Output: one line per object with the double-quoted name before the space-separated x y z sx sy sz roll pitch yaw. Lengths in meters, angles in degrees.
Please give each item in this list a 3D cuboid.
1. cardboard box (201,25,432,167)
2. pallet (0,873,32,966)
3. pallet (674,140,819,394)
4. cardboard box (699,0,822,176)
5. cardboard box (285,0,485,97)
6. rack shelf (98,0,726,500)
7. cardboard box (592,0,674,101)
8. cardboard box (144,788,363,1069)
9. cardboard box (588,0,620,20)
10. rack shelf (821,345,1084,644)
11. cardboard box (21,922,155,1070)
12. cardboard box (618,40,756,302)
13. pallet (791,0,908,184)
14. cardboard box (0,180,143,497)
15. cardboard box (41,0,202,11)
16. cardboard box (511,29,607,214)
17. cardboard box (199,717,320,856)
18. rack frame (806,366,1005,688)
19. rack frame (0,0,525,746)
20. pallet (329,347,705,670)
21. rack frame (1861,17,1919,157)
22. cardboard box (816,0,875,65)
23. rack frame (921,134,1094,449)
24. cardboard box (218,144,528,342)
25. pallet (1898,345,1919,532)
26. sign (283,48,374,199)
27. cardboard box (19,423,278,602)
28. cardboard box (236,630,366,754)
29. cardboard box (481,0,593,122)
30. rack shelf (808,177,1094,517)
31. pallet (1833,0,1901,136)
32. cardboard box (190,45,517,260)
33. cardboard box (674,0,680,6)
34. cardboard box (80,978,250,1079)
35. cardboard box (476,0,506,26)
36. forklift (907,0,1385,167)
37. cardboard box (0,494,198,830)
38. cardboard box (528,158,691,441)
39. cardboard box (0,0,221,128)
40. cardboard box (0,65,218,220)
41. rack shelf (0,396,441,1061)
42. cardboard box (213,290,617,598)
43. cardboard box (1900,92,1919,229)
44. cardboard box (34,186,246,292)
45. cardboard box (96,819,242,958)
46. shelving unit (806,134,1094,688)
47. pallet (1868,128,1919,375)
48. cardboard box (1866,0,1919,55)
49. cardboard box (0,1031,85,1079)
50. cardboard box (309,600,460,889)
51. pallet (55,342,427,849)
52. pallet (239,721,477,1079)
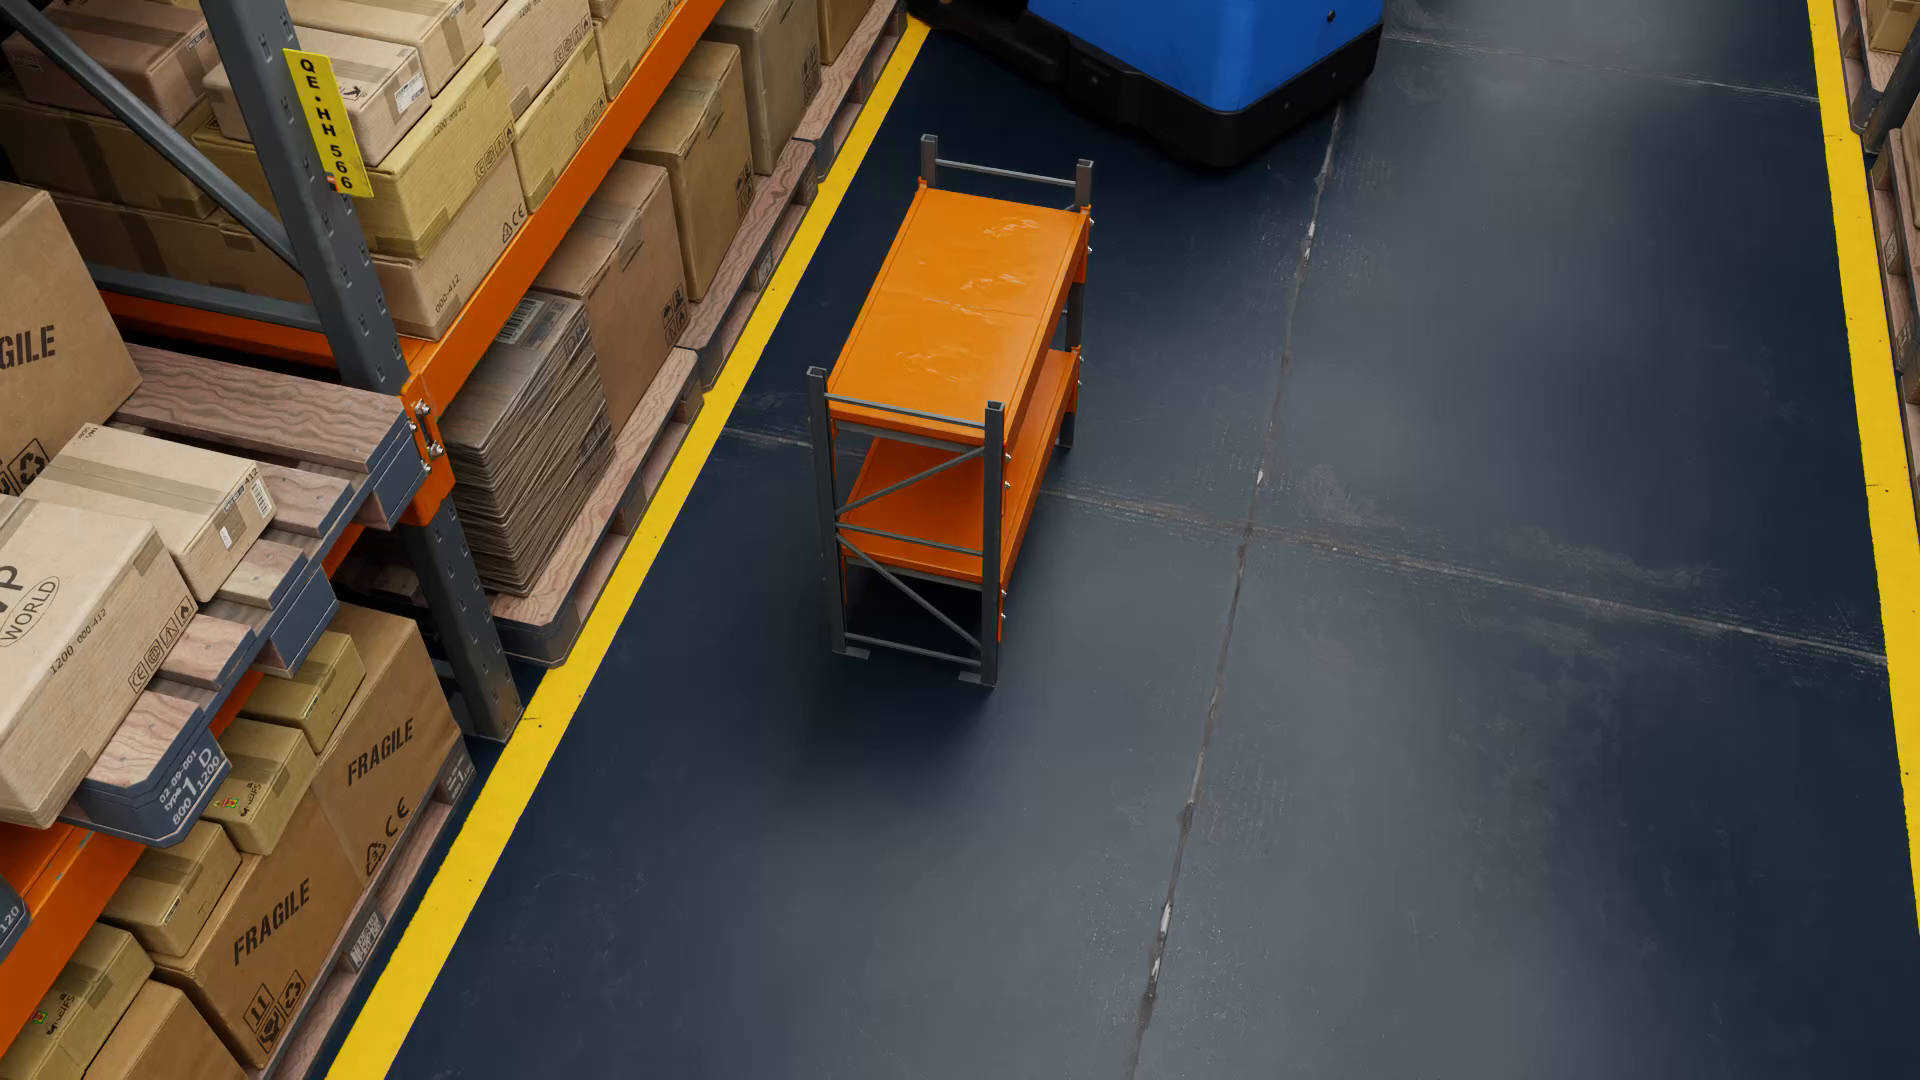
"cardboard box" -1.389 -0.971 3.607 0.380 0.149 0.250 13 50 11
"pallet" -2.265 0.920 2.565 1.003 0.211 1.213 12 50 10
"pallet" -1.180 -1.096 6.076 1.003 0.211 1.213 12 50 10
"cardboard box" -1.043 -1.858 6.193 0.875 0.625 0.625 11 50 10
"cardboard box" -1.320 -1.164 3.778 0.380 0.149 0.250 13 50 11
"rack shelf" -1.231 -1.759 5.282 1.077 0.370 4.000 12 50 10
"cardboard box" -1.139 -1.511 4.683 0.500 0.250 0.500 10 49 9
"cardboard box" -1.803 0.846 3.890 0.500 0.500 0.500 11 49 9
"cardboard box" -1.117 -1.676 4.495 0.500 0.250 0.500 10 49 9
"rack shelf" -0.002 -0.206 5.007 0.538 0.278 1.000 12 50 10
"cardboard box" -1.910 0.897 3.412 0.380 0.149 0.250 13 50 11
"cardboard box" -1.239 -1.314 5.713 0.875 0.625 0.625 10 49 8
"pallet" -0.861 -1.981 6.857 1.003 0.211 1.213 12 50 10
"cardboard box" -2.044 -0.381 3.239 0.500 0.500 0.500 14 50 12
"cardboard box" -1.906 -1.285 3.884 0.380 0.149 0.250 13 50 11
"cardboard box" -1.268 -1.137 4.353 0.500 0.250 0.500 11 49 9
"cardboard box" -1.685 0.533 3.733 0.380 0.149 0.250 9 49 8
"rack frame" -0.136 0.000 4.499 0.500 1.125 0.032 12 50 10
"rack frame" -1.757 -0.551 3.736 1.000 3.000 0.127 12 50 10
"pallet" -1.503 -0.216 5.300 1.003 0.211 1.213 12 50 10
"rack frame" 4.085 -2.467 5.427 1.000 3.000 0.127 12 50 10
"cardboard box" -0.831 -2.418 6.687 0.875 0.625 0.625 14 50 12
"rack frame" 0.132 -0.735 5.148 0.500 1.125 0.032 12 50 10
"cardboard box" -1.405 -0.774 4.032 0.500 0.250 0.500 12 50 10
"pallet" 3.562 -0.096 5.194 1.003 0.211 1.213 12 50 10
"sign" -1.231 -0.808 3.243 0.100 0.325 0.005 12 50 10
"cardboard box" -1.560 -0.056 3.186 0.380 0.149 0.250 12 50 11
"cardboard box" -1.643 0.330 3.913 0.380 0.149 0.250 9 49 8
"cardboard box" -1.272 -1.301 4.164 0.500 0.250 0.500 13 50 11
"rack shelf" -0.002 -0.561 4.605 0.538 0.278 1.000 12 50 10
"pallet" 4.228 -2.037 6.907 1.003 0.211 1.213 12 50 10
"cardboard box" -1.381 -0.934 3.841 0.500 0.250 0.500 12 50 10
"cardboard box" -1.001 -1.886 5.014 0.500 0.250 0.500 13 50 11
"cardboard box" -1.938 1.225 3.556 0.500 0.500 0.500 14 50 12
"cardboard box" -1.278 -1.355 3.946 0.380 0.149 0.250 13 50 11
"forklift" 0.322 -3.418 6.312 1.130 2.935 3.031 -36 58 -28
"cardboard box" -1.723 0.187 2.904 0.500 0.250 0.500 9 49 8
"cardboard box" -1.416 -0.827 5.283 0.875 0.625 0.625 13 50 11
"cardboard box" -1.867 -1.074 3.698 0.380 0.149 0.250 13 50 11
"cardboard box" -1.907 -1.046 3.939 0.500 0.250 0.500 13 50 11
"rack shelf" -2.284 1.134 2.728 1.077 0.370 4.000 12 50 10
"cardboard box" -1.580 -0.352 4.864 0.875 0.625 0.625 13 50 11
"cardboard box" 3.949 -1.357 5.919 0.950 0.372 0.625 12 50 11
"cardboard box" -1.886 -0.877 4.123 0.500 0.250 0.500 11 49 9
"cardboard box" -1.797 0.715 3.573 0.380 0.149 0.250 10 49 9
"shelving unit" -0.002 -0.367 4.824 0.538 1.125 1.048 12 50 10
"pallet" 3.881 -0.981 5.975 1.003 0.211 1.213 12 50 10
"cardboard box" 3.981 -2.177 6.725 0.500 0.250 0.500 14 50 12
"cardboard box" -1.975 1.078 3.253 0.380 0.149 0.250 11 49 9
"cardboard box" -1.661 0.486 4.208 0.500 0.500 0.500 13 50 11
"pallet" -1.868 0.017 3.363 1.213 0.211 1.003 12 50 10
"pallet" -1.990 0.904 4.311 1.003 0.211 1.213 12 50 10
